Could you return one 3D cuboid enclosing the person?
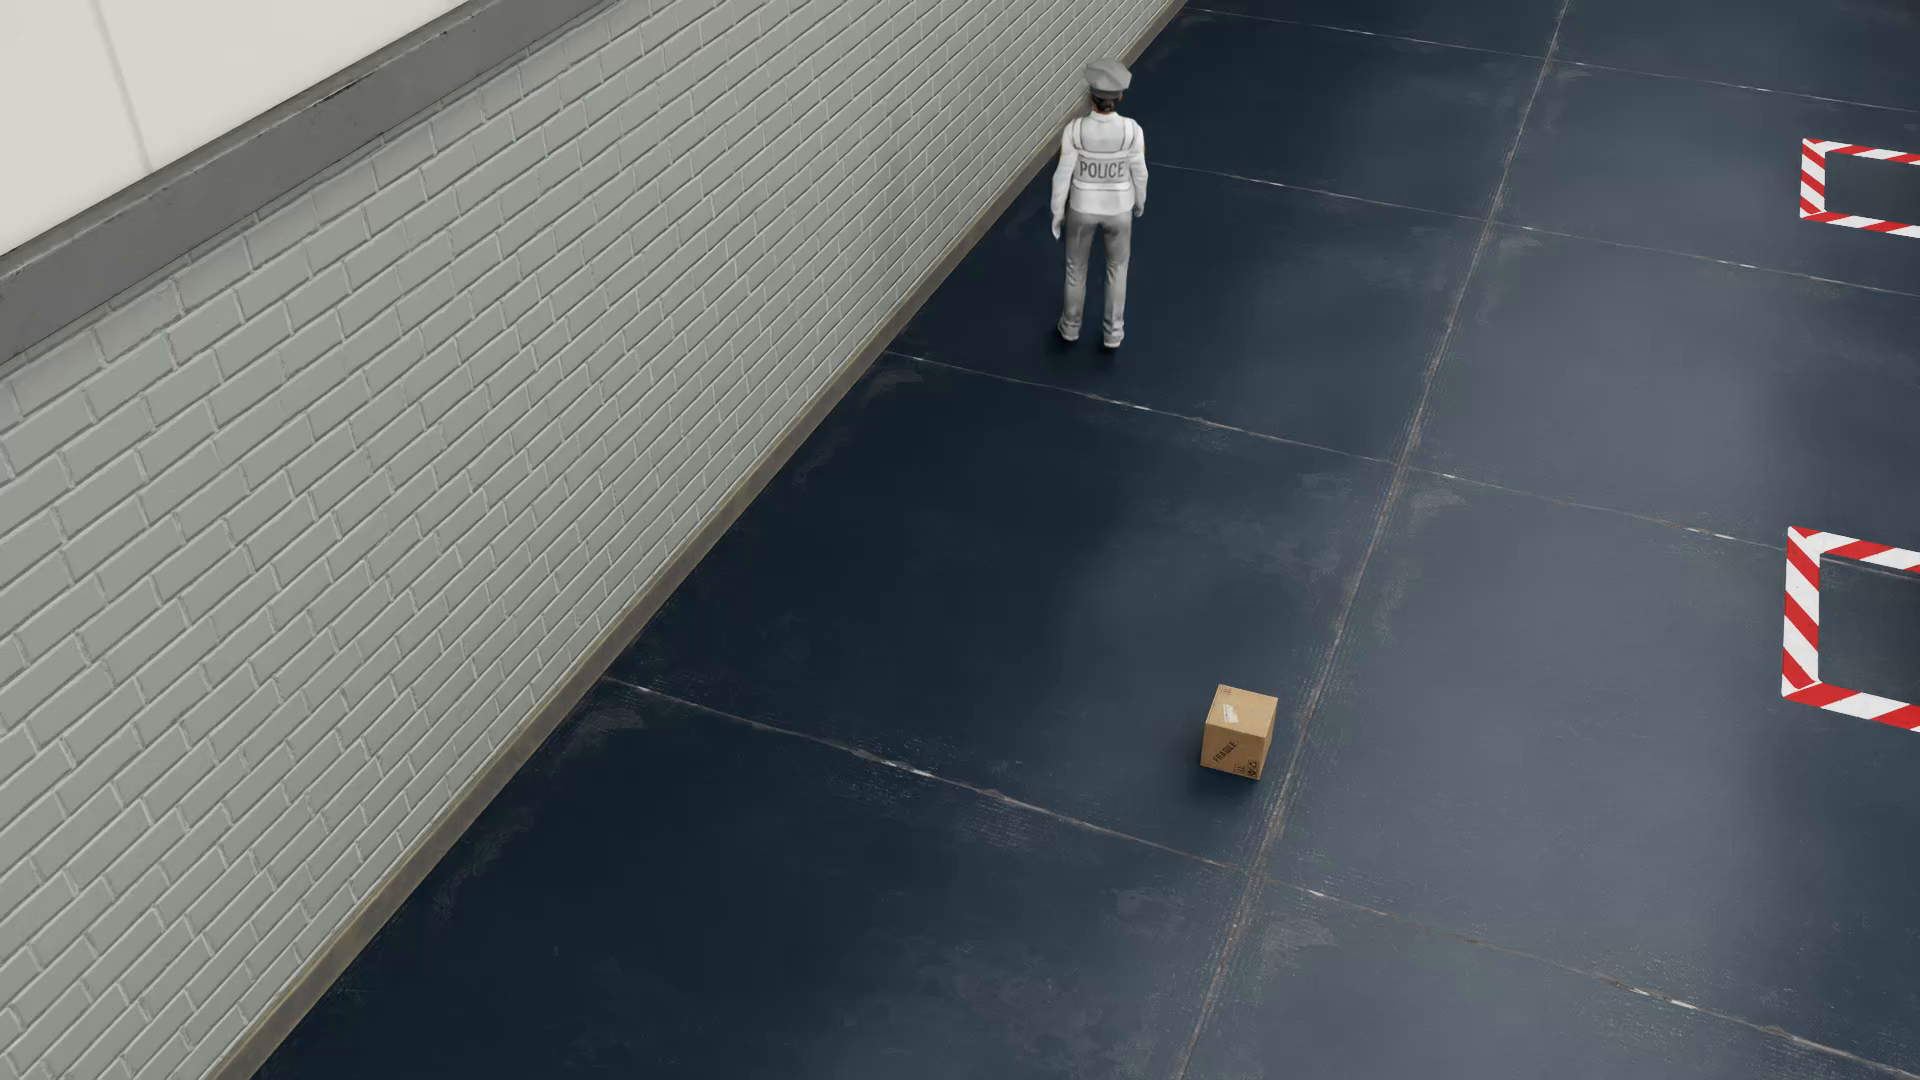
[{"bbox_3d":[0.761,-1.825,9.149,0.520,1.696,0.448,2,38,3],"label":"person"}]
